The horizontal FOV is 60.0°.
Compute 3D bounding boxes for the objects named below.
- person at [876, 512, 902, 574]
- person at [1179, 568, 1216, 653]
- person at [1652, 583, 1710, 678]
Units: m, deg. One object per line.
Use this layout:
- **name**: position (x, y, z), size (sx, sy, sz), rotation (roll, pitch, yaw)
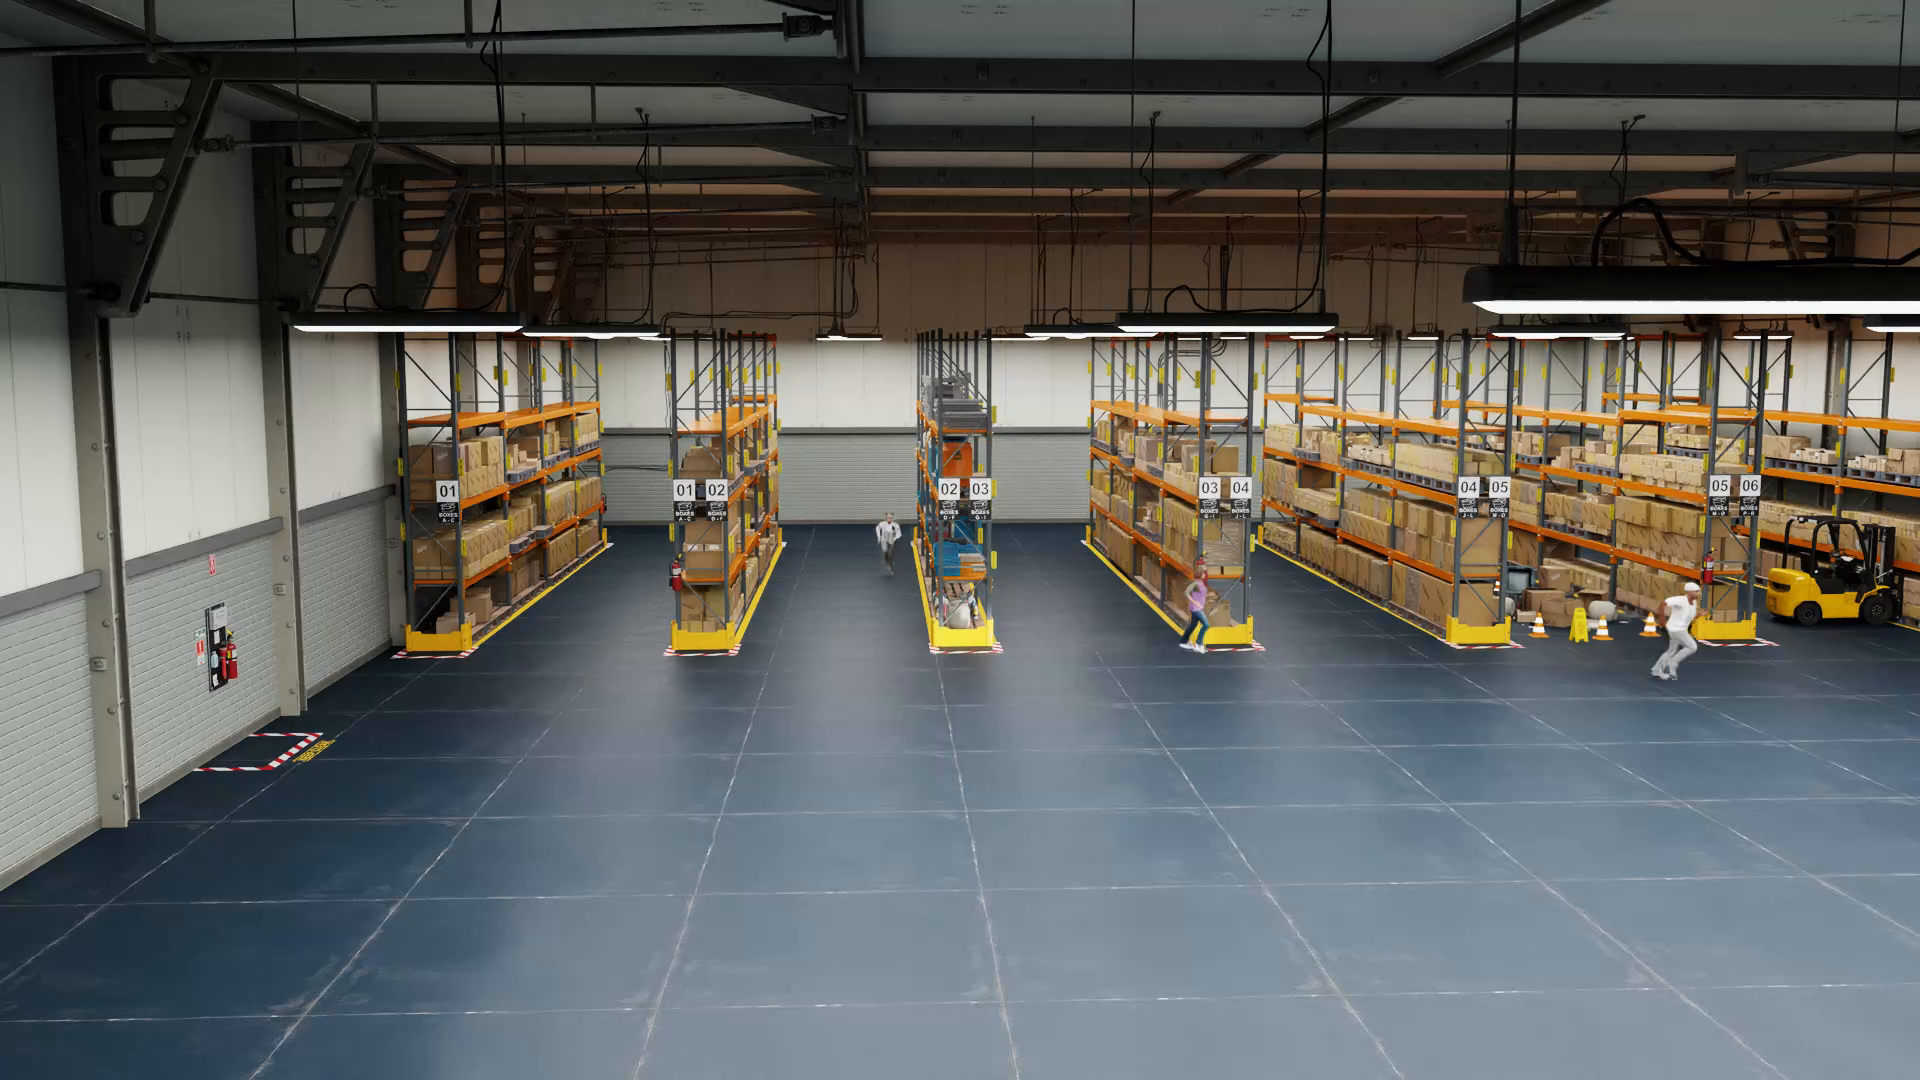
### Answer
- **person**: position (-1.736, 0.082, 40.607), size (0.616, 1.595, 0.947), rotation (0, 7, -4)
- **person**: position (4.389, 1.280, 30.805), size (0.684, 1.550, 0.536), rotation (2, 7, 14)
- **person**: position (12.233, 1.541, 28.246), size (0.871, 1.679, 0.681), rotation (6, 9, 41)
